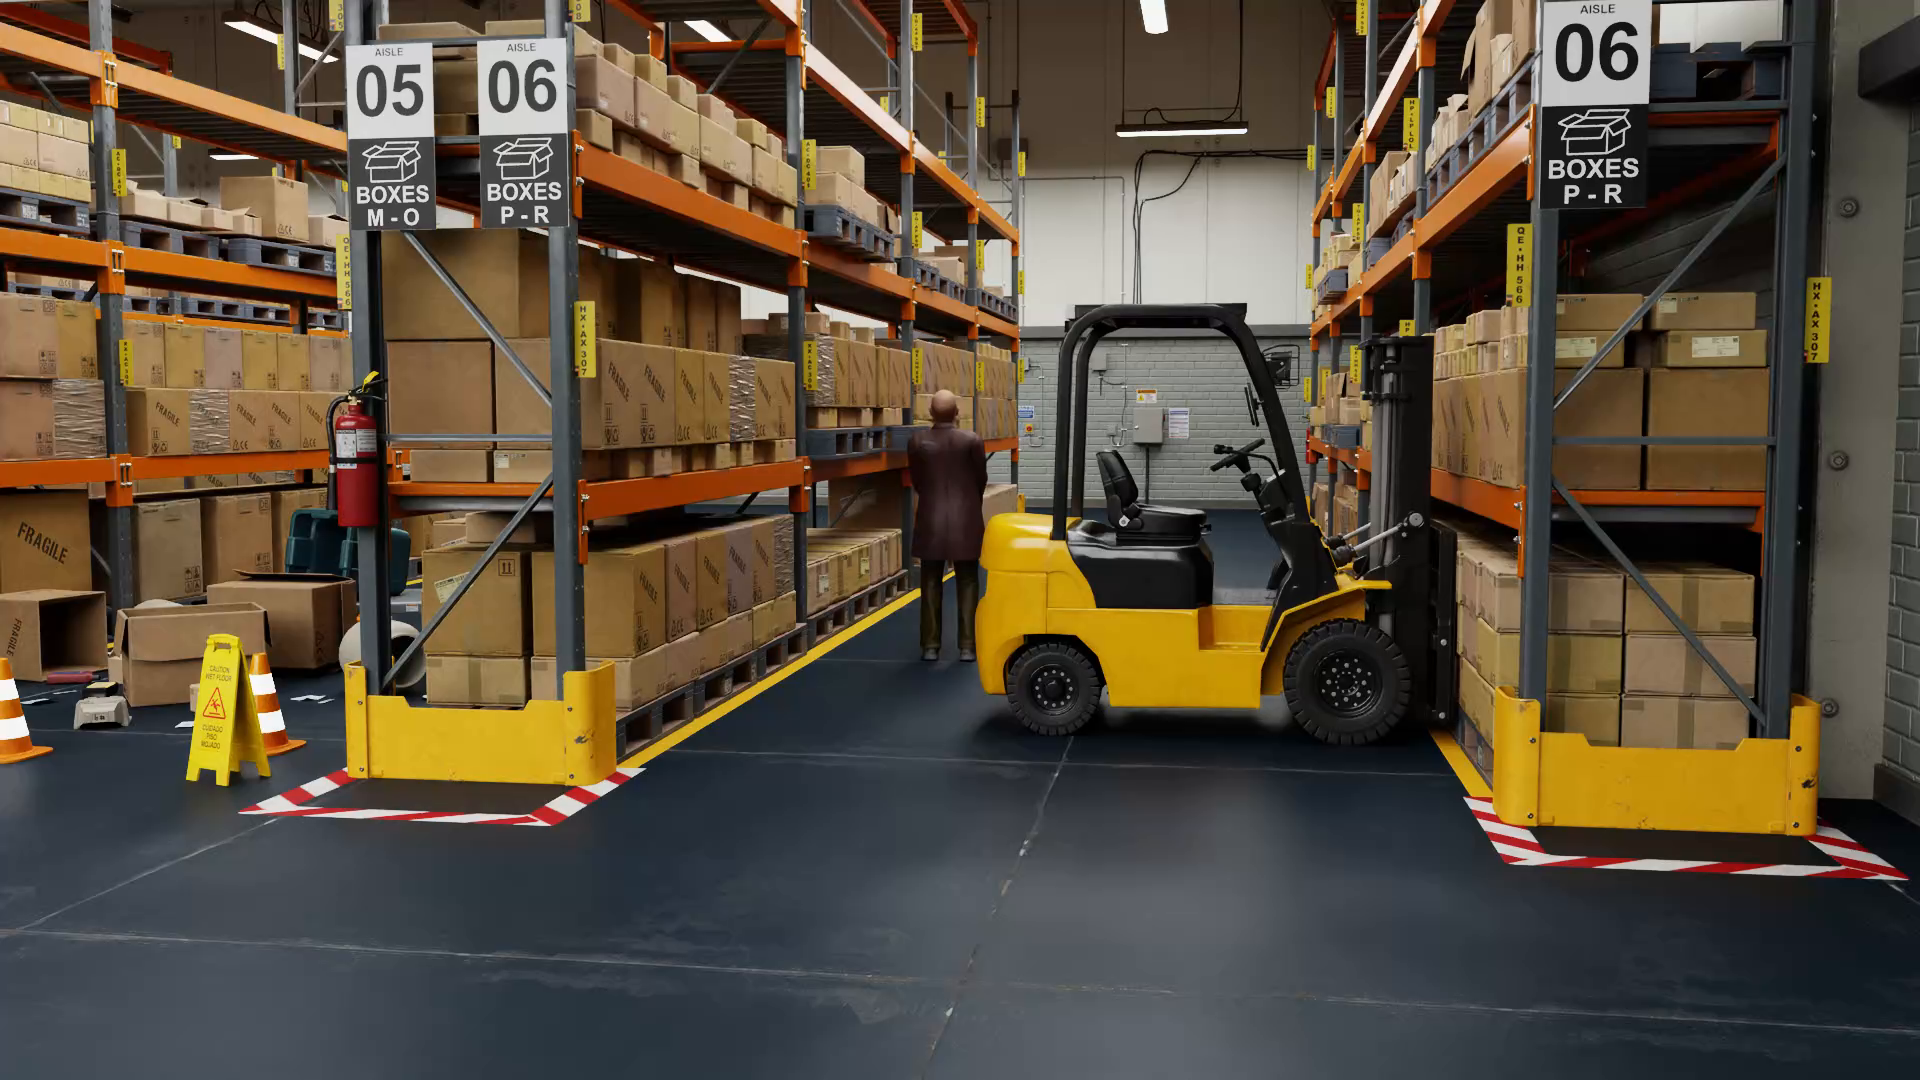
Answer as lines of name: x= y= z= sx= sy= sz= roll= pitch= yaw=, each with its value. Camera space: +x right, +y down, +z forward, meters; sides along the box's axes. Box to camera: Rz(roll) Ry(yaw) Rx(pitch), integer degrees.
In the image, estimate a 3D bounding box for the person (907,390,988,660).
person: x=-0.071 y=-0.106 z=11.008 sx=0.530 sy=1.769 sz=0.563 roll=0 pitch=4 yaw=5
